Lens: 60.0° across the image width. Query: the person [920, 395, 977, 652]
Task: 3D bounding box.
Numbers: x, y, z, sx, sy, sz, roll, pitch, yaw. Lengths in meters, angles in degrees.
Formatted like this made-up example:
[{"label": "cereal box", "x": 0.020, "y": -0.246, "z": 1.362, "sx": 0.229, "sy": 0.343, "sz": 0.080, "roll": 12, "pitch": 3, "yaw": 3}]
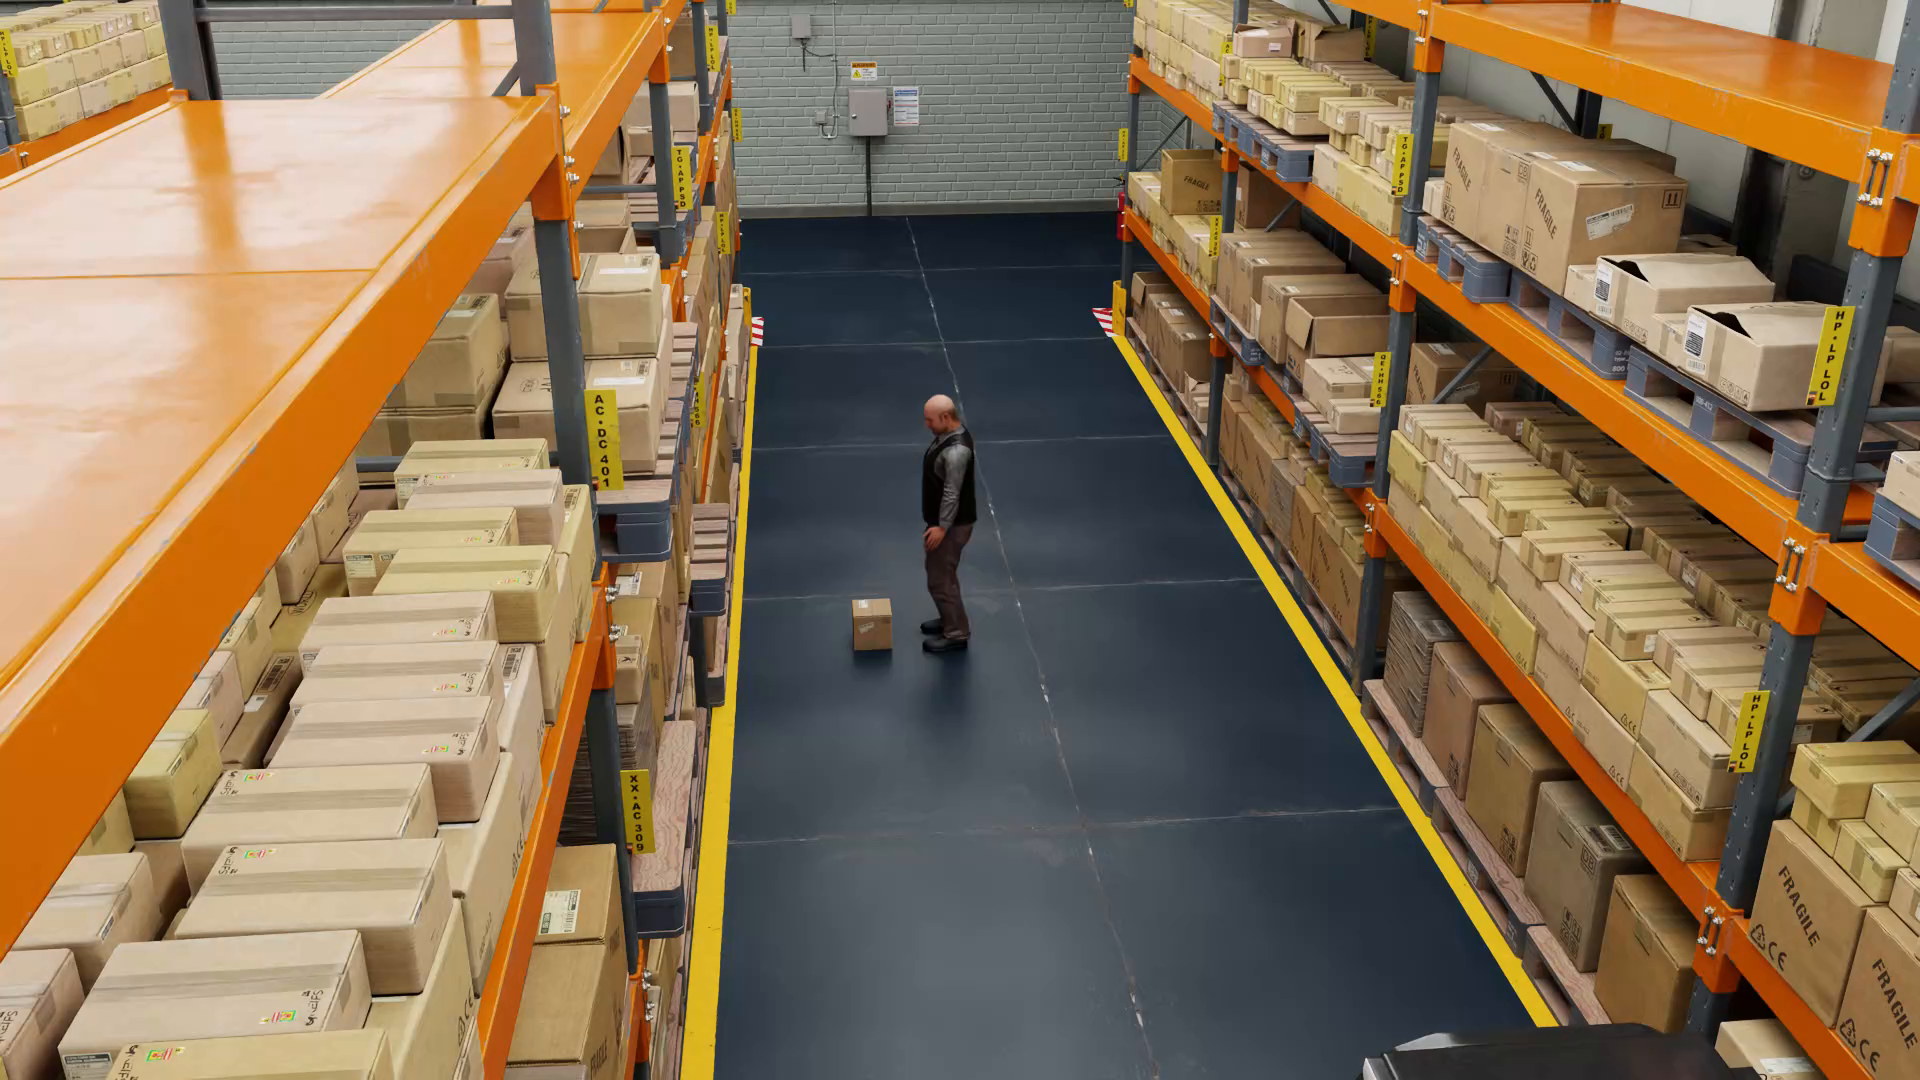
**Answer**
[{"label": "person", "x": -0.076, "y": -0.116, "z": 10.652, "sx": 0.359, "sy": 1.705, "sz": 0.540, "roll": -2, "pitch": 24, "yaw": -4}]
